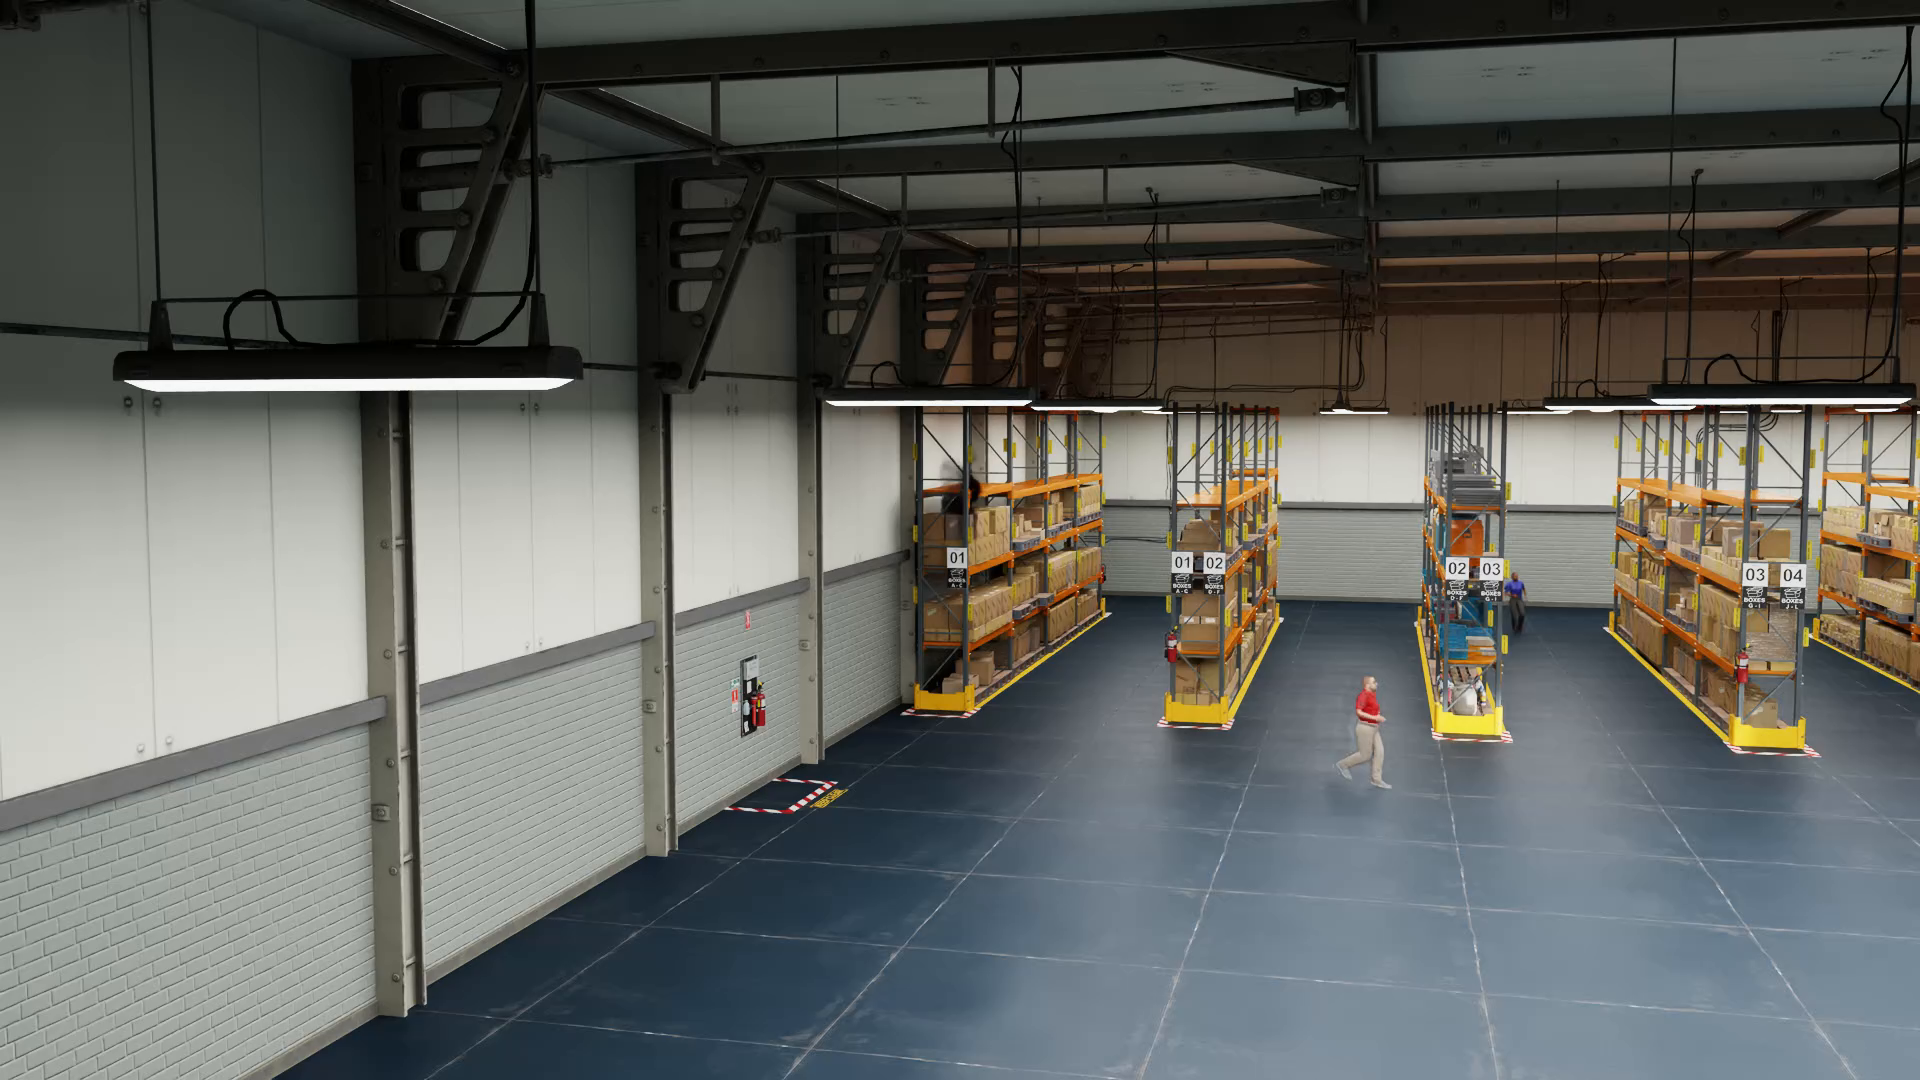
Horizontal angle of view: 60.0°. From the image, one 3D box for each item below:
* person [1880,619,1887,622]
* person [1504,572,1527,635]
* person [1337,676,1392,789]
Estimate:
[{"bbox_3d":[24.634,1.616,44.261,0.668,1.635,0.547,0,4,3],"label":"person"},{"bbox_3d":[14.637,1.682,43.830,0.608,1.691,0.613,0,4,1],"label":"person"},{"bbox_3d":[6.270,2.972,25.766,0.859,1.736,0.652,2,5,29],"label":"person"}]
